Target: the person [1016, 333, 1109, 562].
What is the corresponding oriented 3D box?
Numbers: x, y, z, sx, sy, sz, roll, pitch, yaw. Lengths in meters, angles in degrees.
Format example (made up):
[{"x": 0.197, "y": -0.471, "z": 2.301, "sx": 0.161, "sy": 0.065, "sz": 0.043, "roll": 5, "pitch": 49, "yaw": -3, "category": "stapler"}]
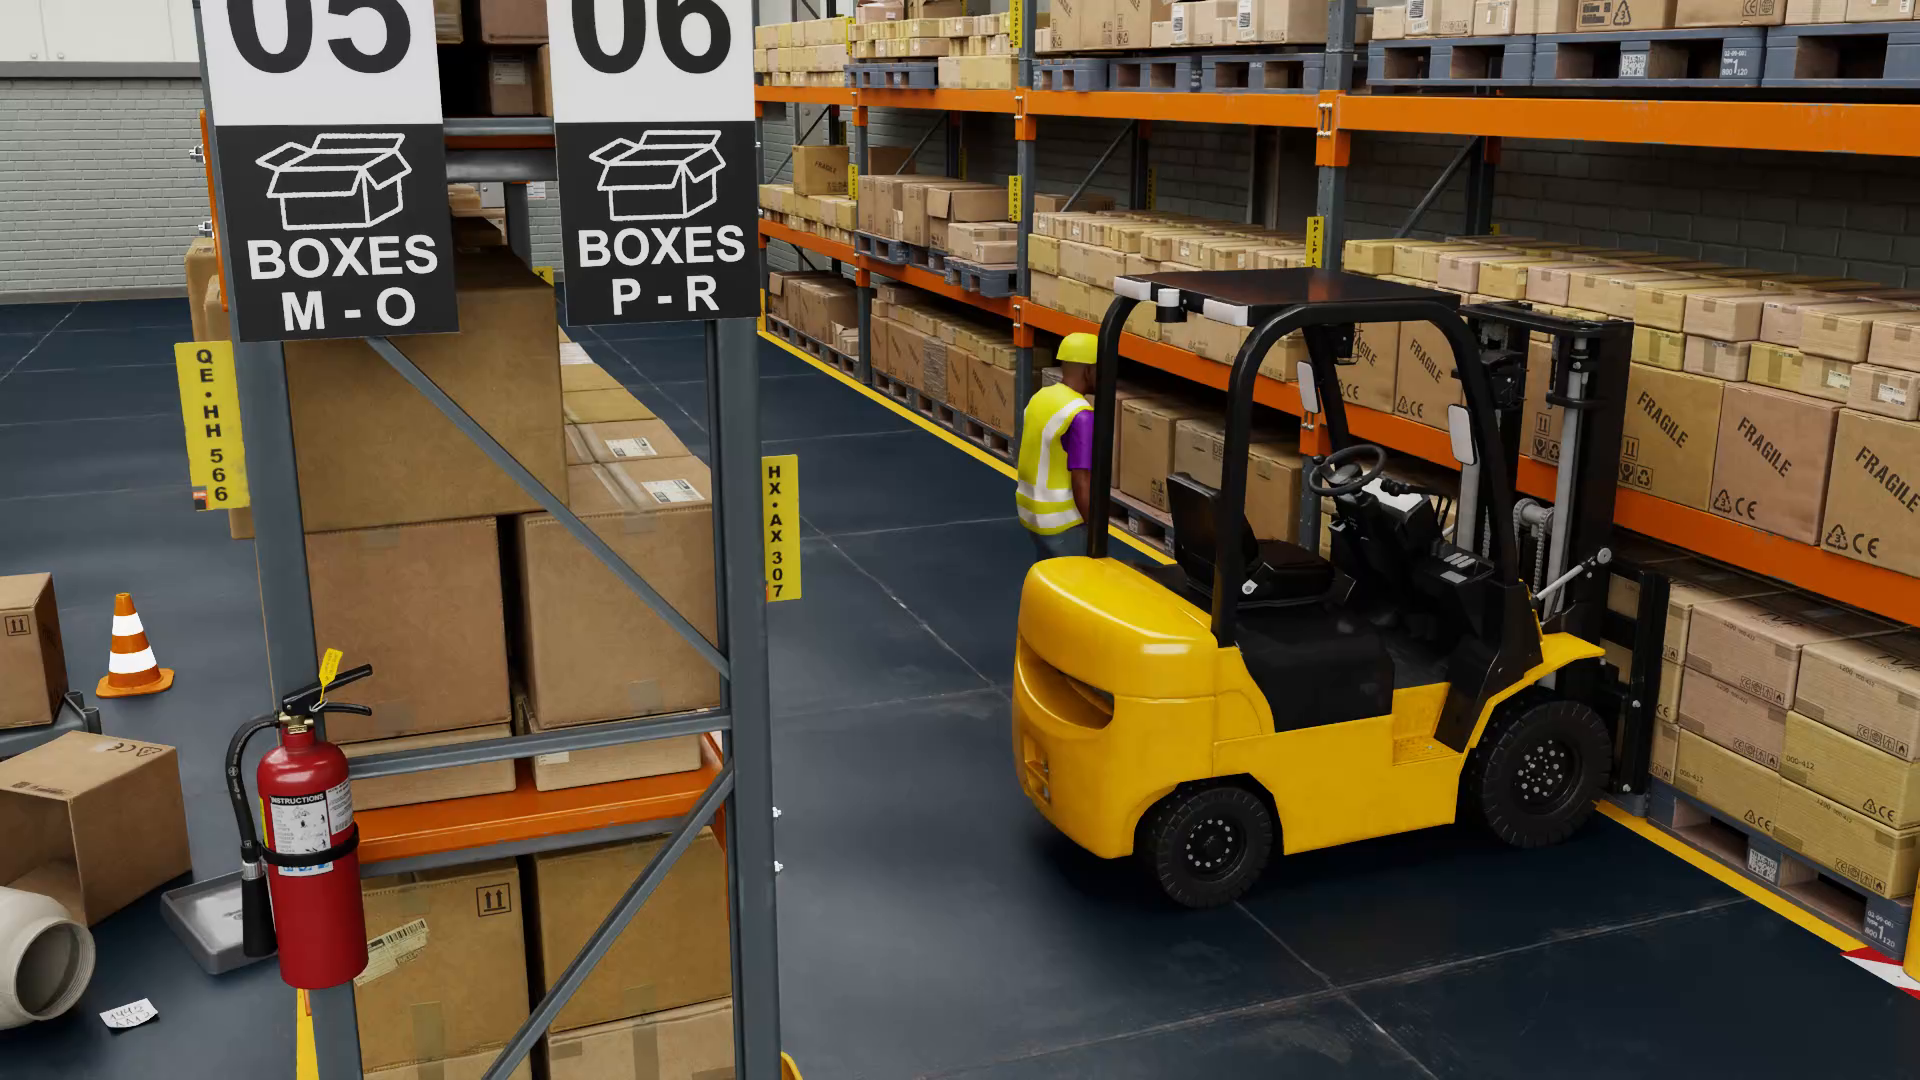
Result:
[{"x": 0.512, "y": -0.095, "z": 7.832, "sx": 0.457, "sy": 1.761, "sz": 0.626, "roll": -6, "pitch": 17, "yaw": -20, "category": "person"}]
